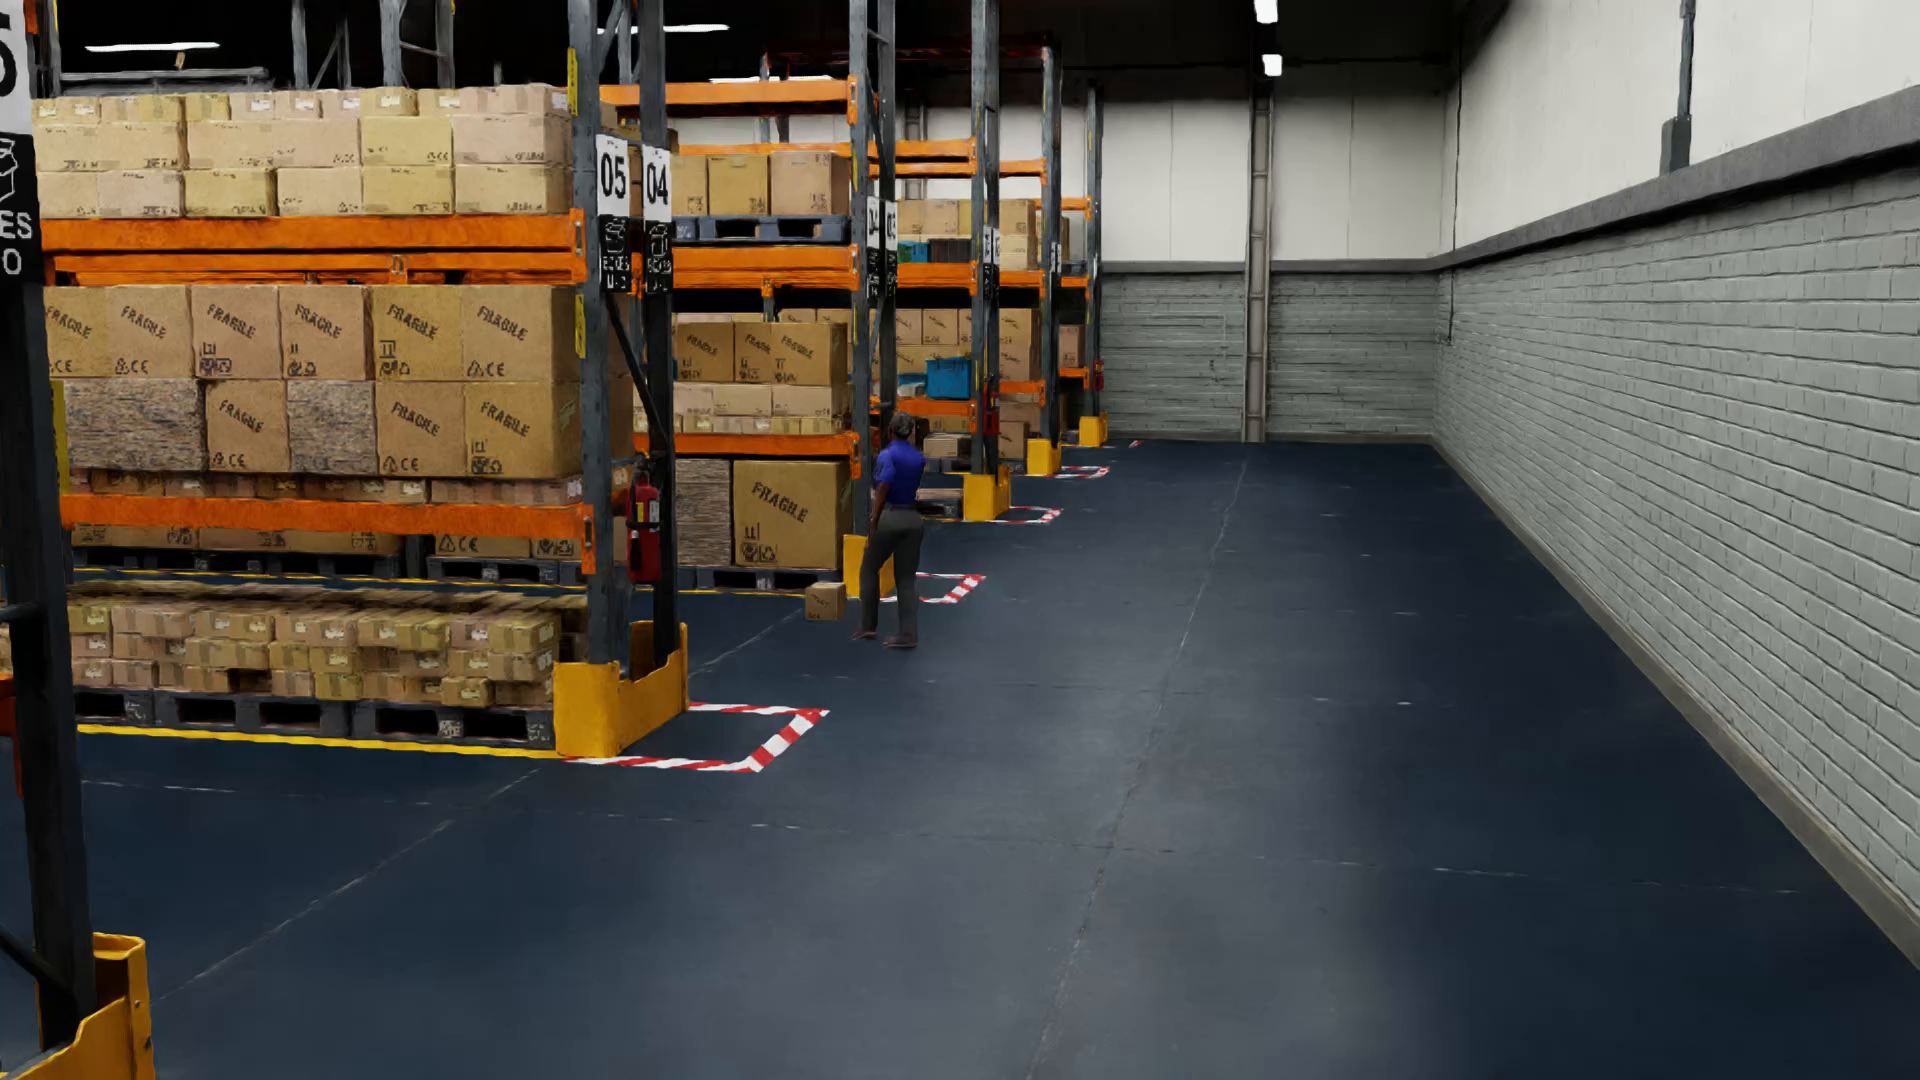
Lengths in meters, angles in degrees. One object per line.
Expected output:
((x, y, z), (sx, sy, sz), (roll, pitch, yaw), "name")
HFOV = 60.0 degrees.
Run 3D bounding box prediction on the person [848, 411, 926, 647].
((-0.486, -0.056, 11.598), (0.544, 1.685, 0.699), (-6, 10, -38), "person")
